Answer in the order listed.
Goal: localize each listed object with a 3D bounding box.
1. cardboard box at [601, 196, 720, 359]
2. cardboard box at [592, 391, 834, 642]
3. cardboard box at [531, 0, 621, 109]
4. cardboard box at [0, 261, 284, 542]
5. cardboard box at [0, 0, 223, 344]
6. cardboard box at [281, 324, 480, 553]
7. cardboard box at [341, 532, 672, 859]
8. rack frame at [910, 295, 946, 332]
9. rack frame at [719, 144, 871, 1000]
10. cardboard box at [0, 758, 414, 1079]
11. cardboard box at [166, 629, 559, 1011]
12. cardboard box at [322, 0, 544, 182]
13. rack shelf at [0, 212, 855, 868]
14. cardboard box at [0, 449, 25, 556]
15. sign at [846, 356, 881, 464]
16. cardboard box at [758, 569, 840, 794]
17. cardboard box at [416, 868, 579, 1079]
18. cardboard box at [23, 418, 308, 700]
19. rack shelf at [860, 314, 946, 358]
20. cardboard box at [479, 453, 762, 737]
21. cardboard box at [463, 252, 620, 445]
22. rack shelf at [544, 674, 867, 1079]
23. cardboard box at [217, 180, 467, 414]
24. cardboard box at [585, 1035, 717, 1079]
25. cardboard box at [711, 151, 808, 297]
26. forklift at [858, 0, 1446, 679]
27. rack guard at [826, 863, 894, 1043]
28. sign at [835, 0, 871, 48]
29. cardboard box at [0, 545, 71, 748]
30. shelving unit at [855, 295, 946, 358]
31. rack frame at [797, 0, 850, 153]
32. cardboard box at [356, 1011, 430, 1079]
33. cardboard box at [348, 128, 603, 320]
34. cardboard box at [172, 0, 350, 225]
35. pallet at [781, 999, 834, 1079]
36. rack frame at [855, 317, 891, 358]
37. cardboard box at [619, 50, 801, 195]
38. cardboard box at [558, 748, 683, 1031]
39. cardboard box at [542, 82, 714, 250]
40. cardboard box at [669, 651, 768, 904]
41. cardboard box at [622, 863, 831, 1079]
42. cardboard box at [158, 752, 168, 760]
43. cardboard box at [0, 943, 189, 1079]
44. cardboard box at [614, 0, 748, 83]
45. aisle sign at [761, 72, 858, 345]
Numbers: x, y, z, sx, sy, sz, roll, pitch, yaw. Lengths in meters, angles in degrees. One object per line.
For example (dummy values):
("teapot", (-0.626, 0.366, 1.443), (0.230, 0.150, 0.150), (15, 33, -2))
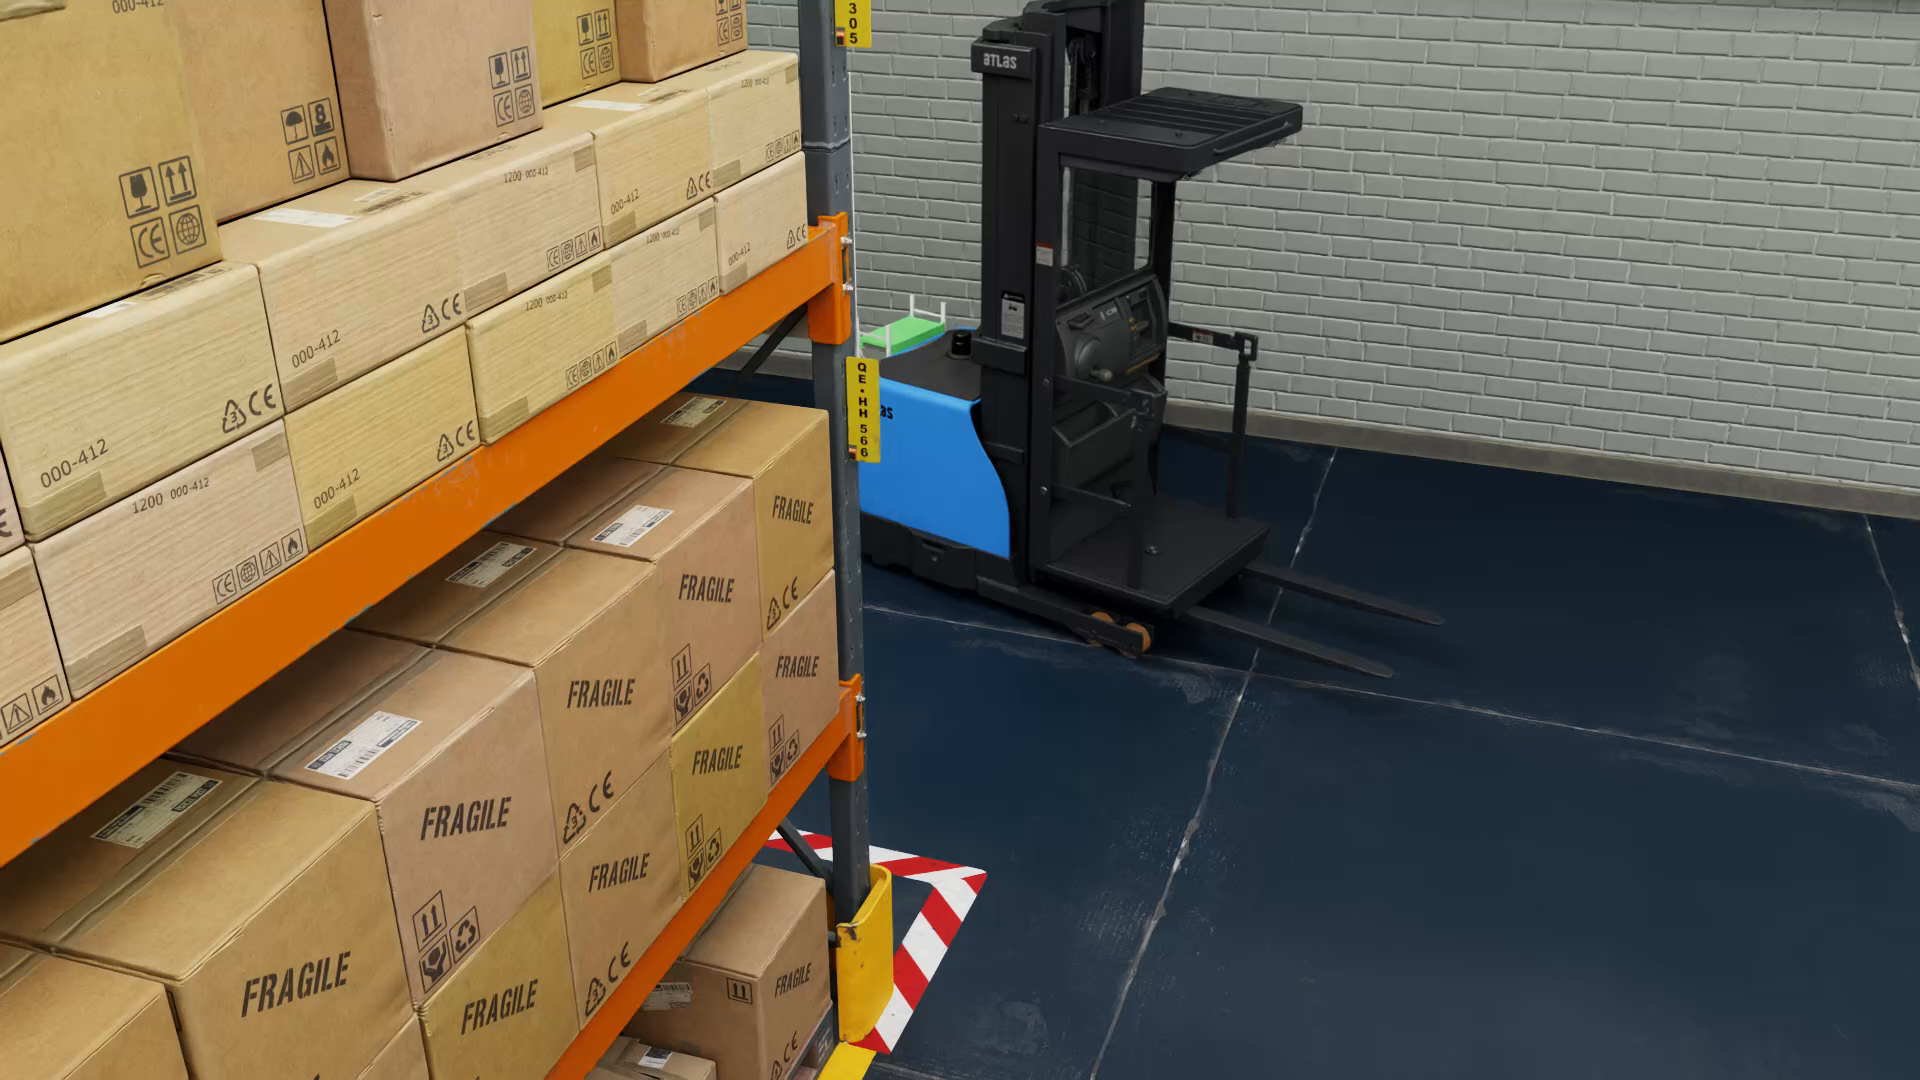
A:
("cardboard box", (-0.900, -0.637, 3.853), (0.500, 0.250, 0.500), (9, 27, 17))
("cardboard box", (-0.690, -0.080, 4.710), (0.500, 0.500, 0.500), (9, 27, 17))
("cardboard box", (-1.203, -1.246, 3.677), (0.700, 0.500, 0.500), (9, 27, 17))
("cardboard box", (-1.394, -0.244, 2.469), (0.500, 0.250, 0.500), (9, 27, 17))
("cardboard box", (-1.546, -0.605, 2.354), (0.700, 0.500, 0.500), (9, 27, 17))
("cardboard box", (-1.236, -0.226, 3.005), (0.500, 0.250, 0.500), (9, 27, 17))
("cardboard box", (-1.025, 0.342, 3.840), (0.500, 0.500, 0.500), (10, 27, 19))
("rack frame", (-0.180, -0.806, 9.539), (0.240, 1.200, 0.015), (18, 31, 32))
("rack frame", (-0.801, 0.193, 5.410), (1.000, 3.000, 0.127), (9, 27, 17))
("cardboard box", (-1.367, 0.765, 2.965), (0.500, 0.500, 0.500), (8, 27, 16))
("cardboard box", (-1.196, 0.553, 3.404), (0.500, 0.500, 0.500), (10, 27, 19))
("cardboard box", (-1.268, -1.025, 3.220), (0.700, 0.500, 0.500), (9, 27, 17))
("rack shelf", (-1.467, -0.012, 3.215), (1.077, 0.370, 4.000), (9, 27, 17))
("cardboard box", (-1.571, -0.041, 2.048), (0.500, 0.250, 0.500), (9, 27, 17))
("sign", (-0.284, -0.382, 4.905), (0.100, 0.325, 0.005), (9, 27, 17))
("cardboard box", (-0.693, 0.371, 4.926), (0.500, 0.500, 0.500), (10, 27, 19))
("cardboard box", (-1.202, 0.996, 3.636), (0.500, 0.500, 0.500), (8, 27, 17))
("cardboard box", (-1.399, -0.020, 2.580), (0.500, 0.250, 0.500), (9, 27, 17))
("rack shelf", (-0.325, -1.095, 9.180), (0.258, 0.148, 0.480), (18, 31, 32))
("cardboard box", (-0.857, 0.128, 4.281), (0.500, 0.500, 0.500), (10, 27, 19))
("cardboard box", (-1.054, -0.429, 3.425), (0.500, 0.250, 0.500), (9, 27, 17))
("rack shelf", (-1.467, 1.338, 3.869), (1.077, 0.370, 4.000), (9, 27, 17))
("cardboard box", (-1.228, -0.450, 2.893), (0.500, 0.250, 0.500), (9, 27, 17))
("cardboard box", (-0.969, 1.682, 5.079), (0.380, 0.166, 0.250), (9, 27, 17))
("cardboard box", (-0.723, -0.840, 4.274), (0.500, 0.250, 0.500), (9, 27, 17))
("forklift", (0.910, -1.009, 7.970), (3.031, 2.935, 1.130), (18, 31, 32))
("rack guard", (-0.826, 1.349, 5.890), (1.175, 0.500, 0.348), (9, 27, 17))
("sign", (-0.284, -1.467, 4.380), (0.100, 0.325, 0.005), (9, 27, 17))
("cardboard box", (-1.567, 0.185, 2.156), (0.500, 0.250, 0.500), (9, 27, 17))
("shelving unit", (-0.325, -0.721, 9.362), (0.258, 1.200, 0.503), (18, 31, 32))
("rack frame", (-0.801, -2.507, 4.103), (1.000, 3.000, 0.127), (9, 27, 17))
("cardboard box", (-1.370, 1.205, 3.204), (0.500, 0.500, 0.500), (9, 27, 17))
("cardboard box", (-1.068, -0.656, 3.320), (0.500, 0.250, 0.500), (9, 27, 17))
("cardboard box", (-1.523, -0.833, 2.824), (0.700, 0.500, 0.500), (9, 27, 17))
("pallet", (-1.091, 1.807, 5.276), (1.003, 0.211, 1.213), (9, 27, 17))
("rack frame", (-0.470, -0.635, 9.185), (0.240, 1.200, 0.015), (18, 31, 32))
("cardboard box", (-0.732, -1.067, 4.168), (0.500, 0.250, 0.500), (9, 27, 17))
("cardboard box", (-1.034, 0.789, 4.063), (0.500, 0.500, 0.500), (9, 27, 18))
("cardboard box", (-0.898, -0.861, 3.743), (0.500, 0.250, 0.500), (9, 27, 17))
("cardboard box", (-0.863, 0.585, 4.485), (0.500, 0.500, 0.500), (9, 27, 18))
("cardboard box", (-0.750, 1.379, 5.323), (0.500, 0.500, 0.500), (9, 27, 17))
("cardboard box", (-1.703, 0.472, 3.572), (0.500, 0.500, 0.500), (8, 27, 17))
("cardboard box", (-1.539, 0.977, 2.529), (0.500, 0.500, 0.500), (8, 27, 16))
("cardboard box", (-0.957, -1.439, 4.076), (0.700, 0.500, 0.500), (9, 27, 17))
("aisle sign", (-0.489, -0.961, 4.810), (0.394, 0.787, 0.004), (9, 27, 17))
